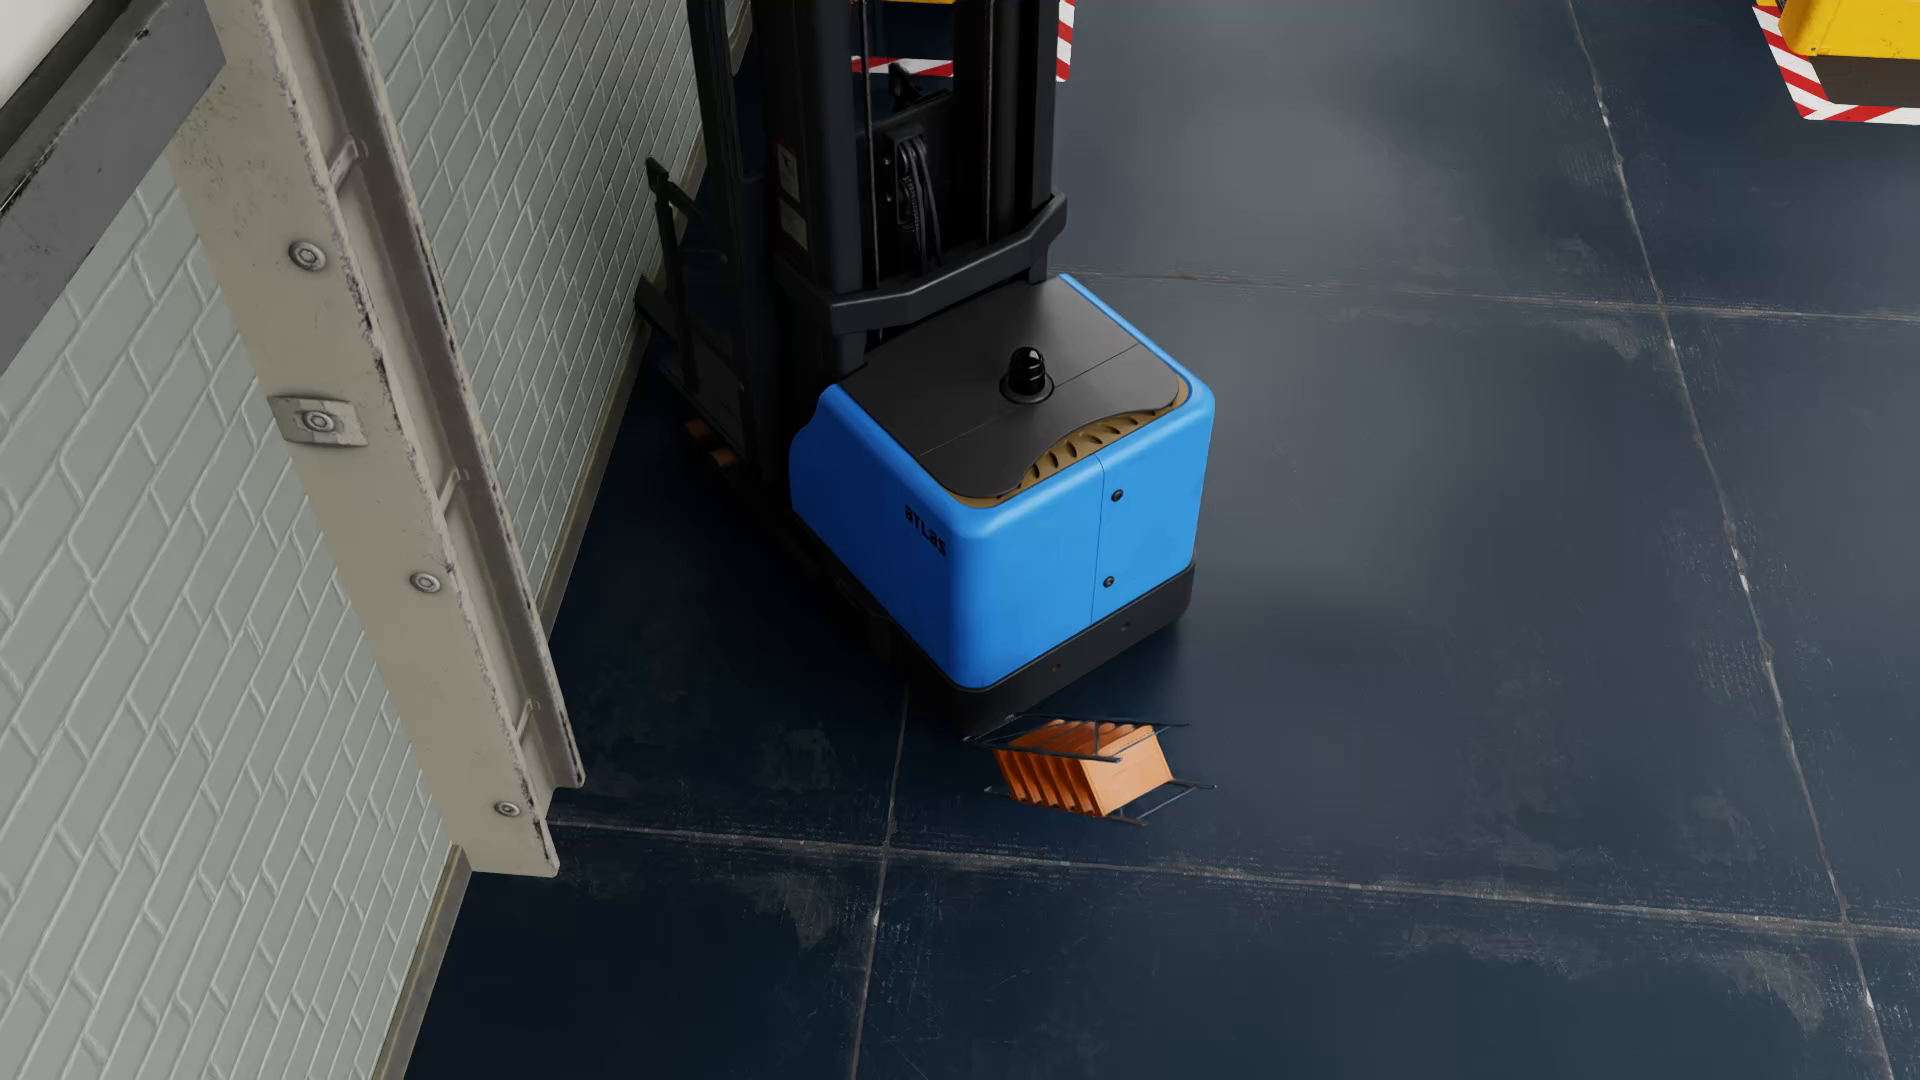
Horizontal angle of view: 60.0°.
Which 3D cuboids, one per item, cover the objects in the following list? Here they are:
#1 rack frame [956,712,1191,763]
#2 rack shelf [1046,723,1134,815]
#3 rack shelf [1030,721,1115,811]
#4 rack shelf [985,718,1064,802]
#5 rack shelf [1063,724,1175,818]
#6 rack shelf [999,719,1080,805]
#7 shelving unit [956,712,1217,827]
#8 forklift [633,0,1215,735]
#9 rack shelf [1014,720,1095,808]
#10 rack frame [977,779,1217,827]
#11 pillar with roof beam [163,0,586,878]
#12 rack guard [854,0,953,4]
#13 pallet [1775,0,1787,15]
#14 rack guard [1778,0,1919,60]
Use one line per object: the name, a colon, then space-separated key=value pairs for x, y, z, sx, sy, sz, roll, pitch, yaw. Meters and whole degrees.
rack frame: x=0.300 y=0.578 z=4.949 sx=0.240 sy=1.200 sz=0.006 roll=-24 pitch=95 yaw=-21
rack shelf: x=0.405 y=0.648 z=4.773 sx=0.258 sy=0.103 sz=0.180 roll=-24 pitch=95 yaw=-21
rack shelf: x=0.362 y=0.657 z=4.885 sx=0.258 sy=0.103 sz=0.180 roll=-24 pitch=95 yaw=-21
rack shelf: x=0.235 y=0.683 z=5.221 sx=0.258 sy=0.103 sz=0.180 roll=-24 pitch=95 yaw=-21
rack shelf: x=0.447 y=0.640 z=4.661 sx=0.258 sy=0.103 sz=0.180 roll=-24 pitch=95 yaw=-21
rack shelf: x=0.277 y=0.674 z=5.109 sx=0.258 sy=0.103 sz=0.180 roll=-24 pitch=95 yaw=-21
shelving unit: x=0.336 y=0.662 z=4.956 sx=0.258 sy=1.200 sz=0.189 roll=-24 pitch=95 yaw=-21
forklift: x=-0.457 y=-1.384 z=5.529 sx=1.130 sy=2.935 sz=3.031 roll=-29 pitch=54 yaw=-24
rack shelf: x=0.320 y=0.666 z=4.997 sx=0.258 sy=0.103 sz=0.180 roll=-24 pitch=95 yaw=-21
rack frame: x=0.371 y=0.747 z=4.963 sx=0.240 sy=1.200 sz=0.006 roll=-24 pitch=95 yaw=-21
pillar with roof beam: x=2.870 y=-1.834 z=1.829 sx=9.100 sy=9.000 sz=0.400 roll=4 pitch=48 yaw=4
rack guard: x=-0.066 y=-3.148 z=8.790 sx=1.175 sy=0.500 sz=0.348 roll=4 pitch=48 yaw=4
pallet: x=4.889 y=-3.229 z=9.060 sx=1.003 sy=0.211 sz=1.213 roll=4 pitch=48 yaw=4
rack guard: x=4.859 y=-2.744 z=8.421 sx=1.175 sy=0.500 sz=0.348 roll=4 pitch=48 yaw=4
